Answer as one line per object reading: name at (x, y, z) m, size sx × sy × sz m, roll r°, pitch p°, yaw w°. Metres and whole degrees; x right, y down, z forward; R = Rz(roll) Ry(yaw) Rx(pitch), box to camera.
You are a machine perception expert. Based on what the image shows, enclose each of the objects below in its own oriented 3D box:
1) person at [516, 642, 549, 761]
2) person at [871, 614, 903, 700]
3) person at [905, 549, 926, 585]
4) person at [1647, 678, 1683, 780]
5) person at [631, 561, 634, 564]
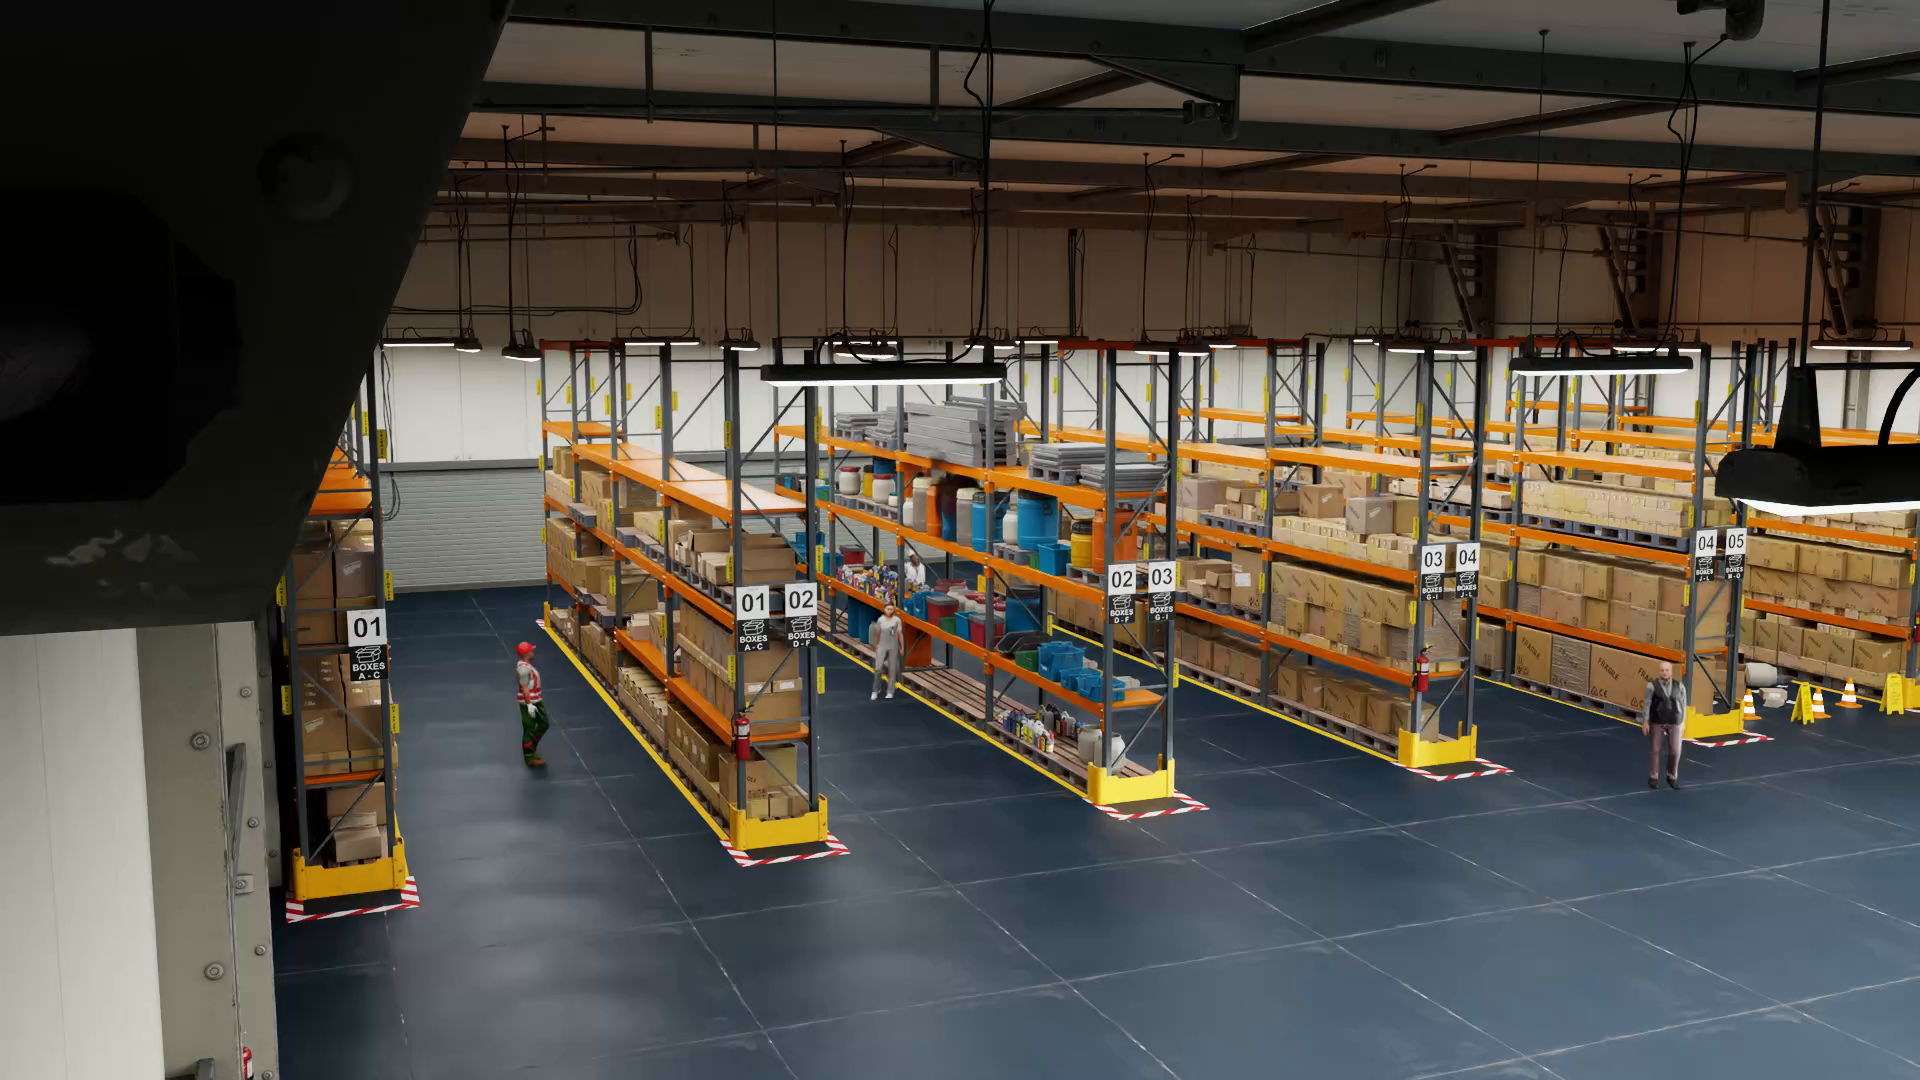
person at (-6.198, 2.319, 23.935) m, size 0.420 × 1.733 × 0.556 m, roll 1°, pitch 8°, yaw 8°
person at (-1.237, 1.984, 28.128) m, size 0.538 × 1.442 × 0.365 m, roll 0°, pitch 7°, yaw 1°
person at (-0.914, 0.714, 34.059) m, size 0.599 × 1.069 × 0.437 m, roll -5°, pitch 9°, yaw -34°
person at (9.638, 2.609, 22.741) m, size 0.444 × 1.434 × 0.354 m, roll 2°, pitch 8°, yaw 13°
person at (-8.031, 0.449, 39.280) m, size 0.703 × 1.449 × 0.587 m, roll -1°, pitch 7°, yaw -6°
